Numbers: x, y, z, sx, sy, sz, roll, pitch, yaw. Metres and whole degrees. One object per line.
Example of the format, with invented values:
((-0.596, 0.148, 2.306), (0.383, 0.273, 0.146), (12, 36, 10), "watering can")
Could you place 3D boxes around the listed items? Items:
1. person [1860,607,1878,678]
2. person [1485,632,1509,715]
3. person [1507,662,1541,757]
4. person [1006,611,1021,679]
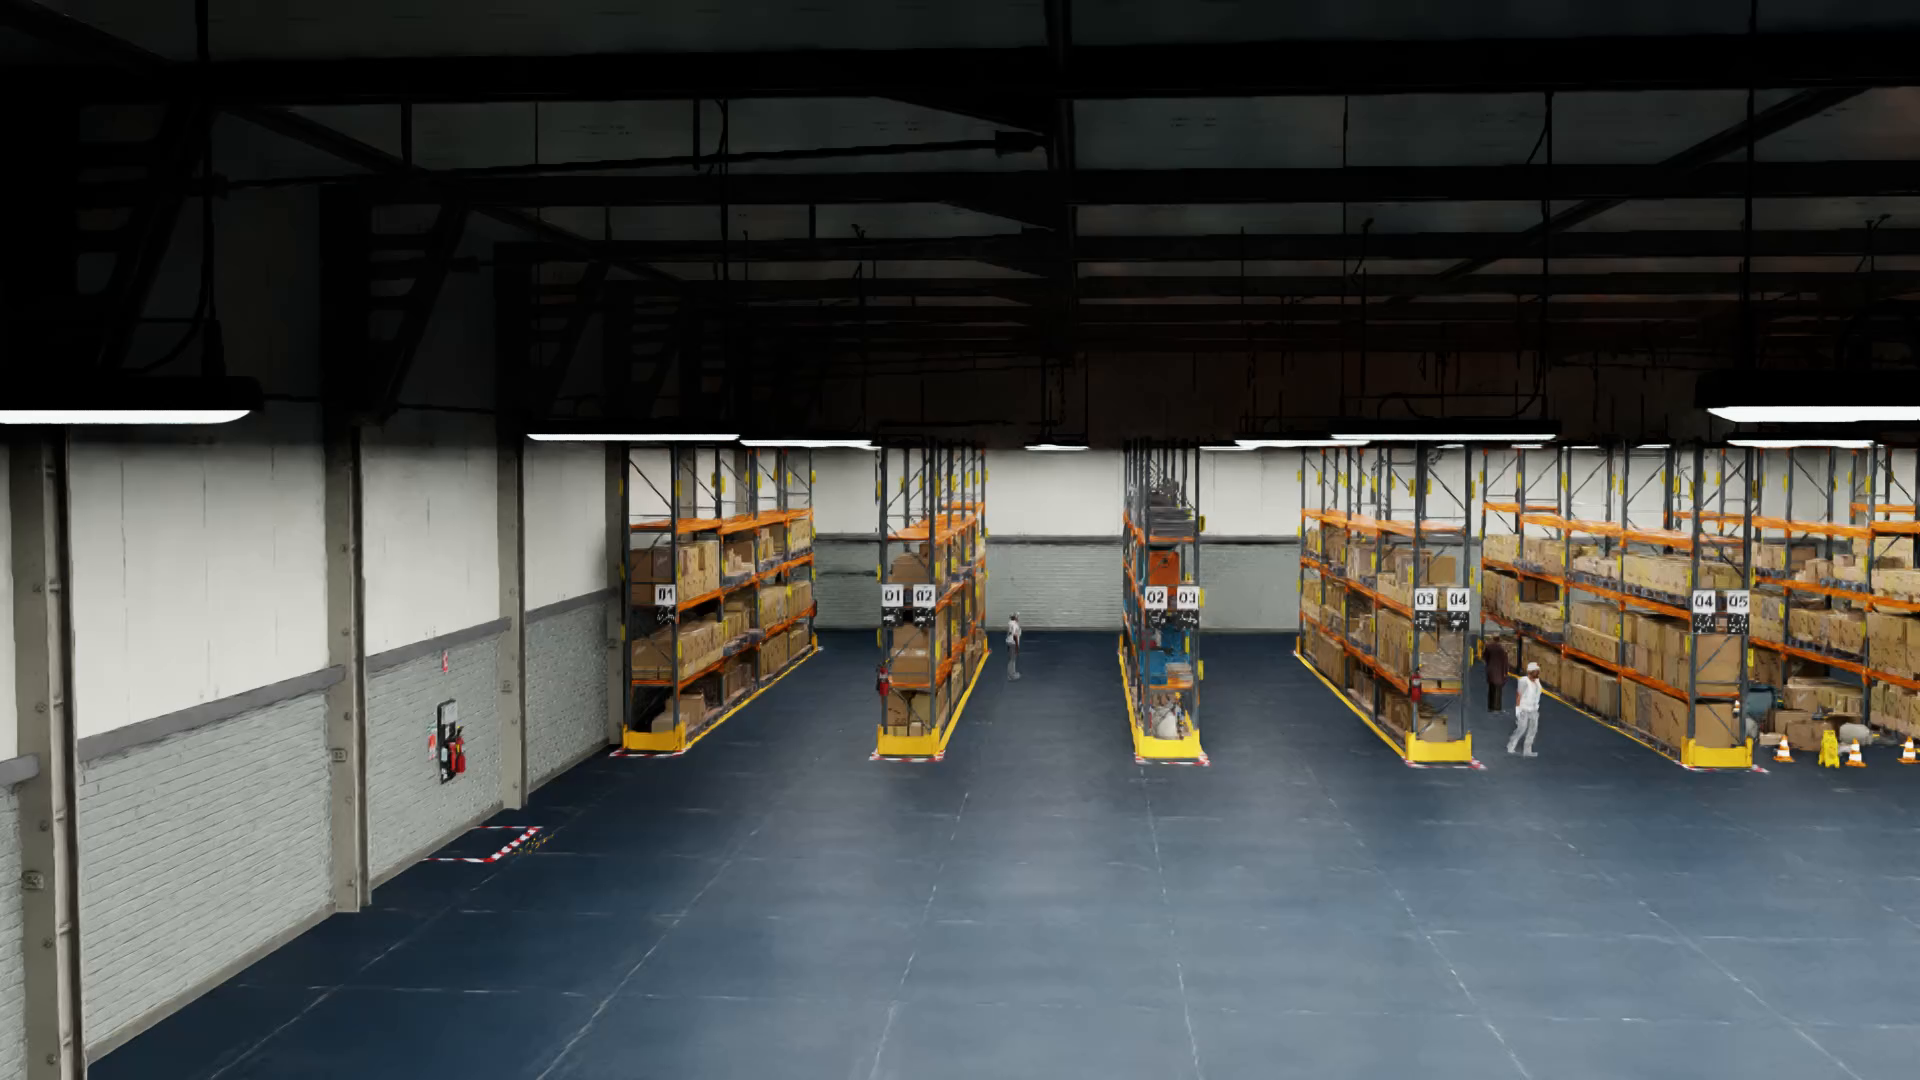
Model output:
((23.079, 2.684, 42.124), (0.429, 1.626, 0.625), (1, 3, 19), "person")
((11.686, 2.886, 36.115), (0.515, 1.781, 0.638), (-1, 3, -24), "person")
((10.615, 3.168, 31.254), (0.597, 1.771, 0.574), (-2, 4, -31), "person")
((1.379, 2.635, 41.836), (0.441, 1.681, 0.552), (-1, 3, -15), "person")
